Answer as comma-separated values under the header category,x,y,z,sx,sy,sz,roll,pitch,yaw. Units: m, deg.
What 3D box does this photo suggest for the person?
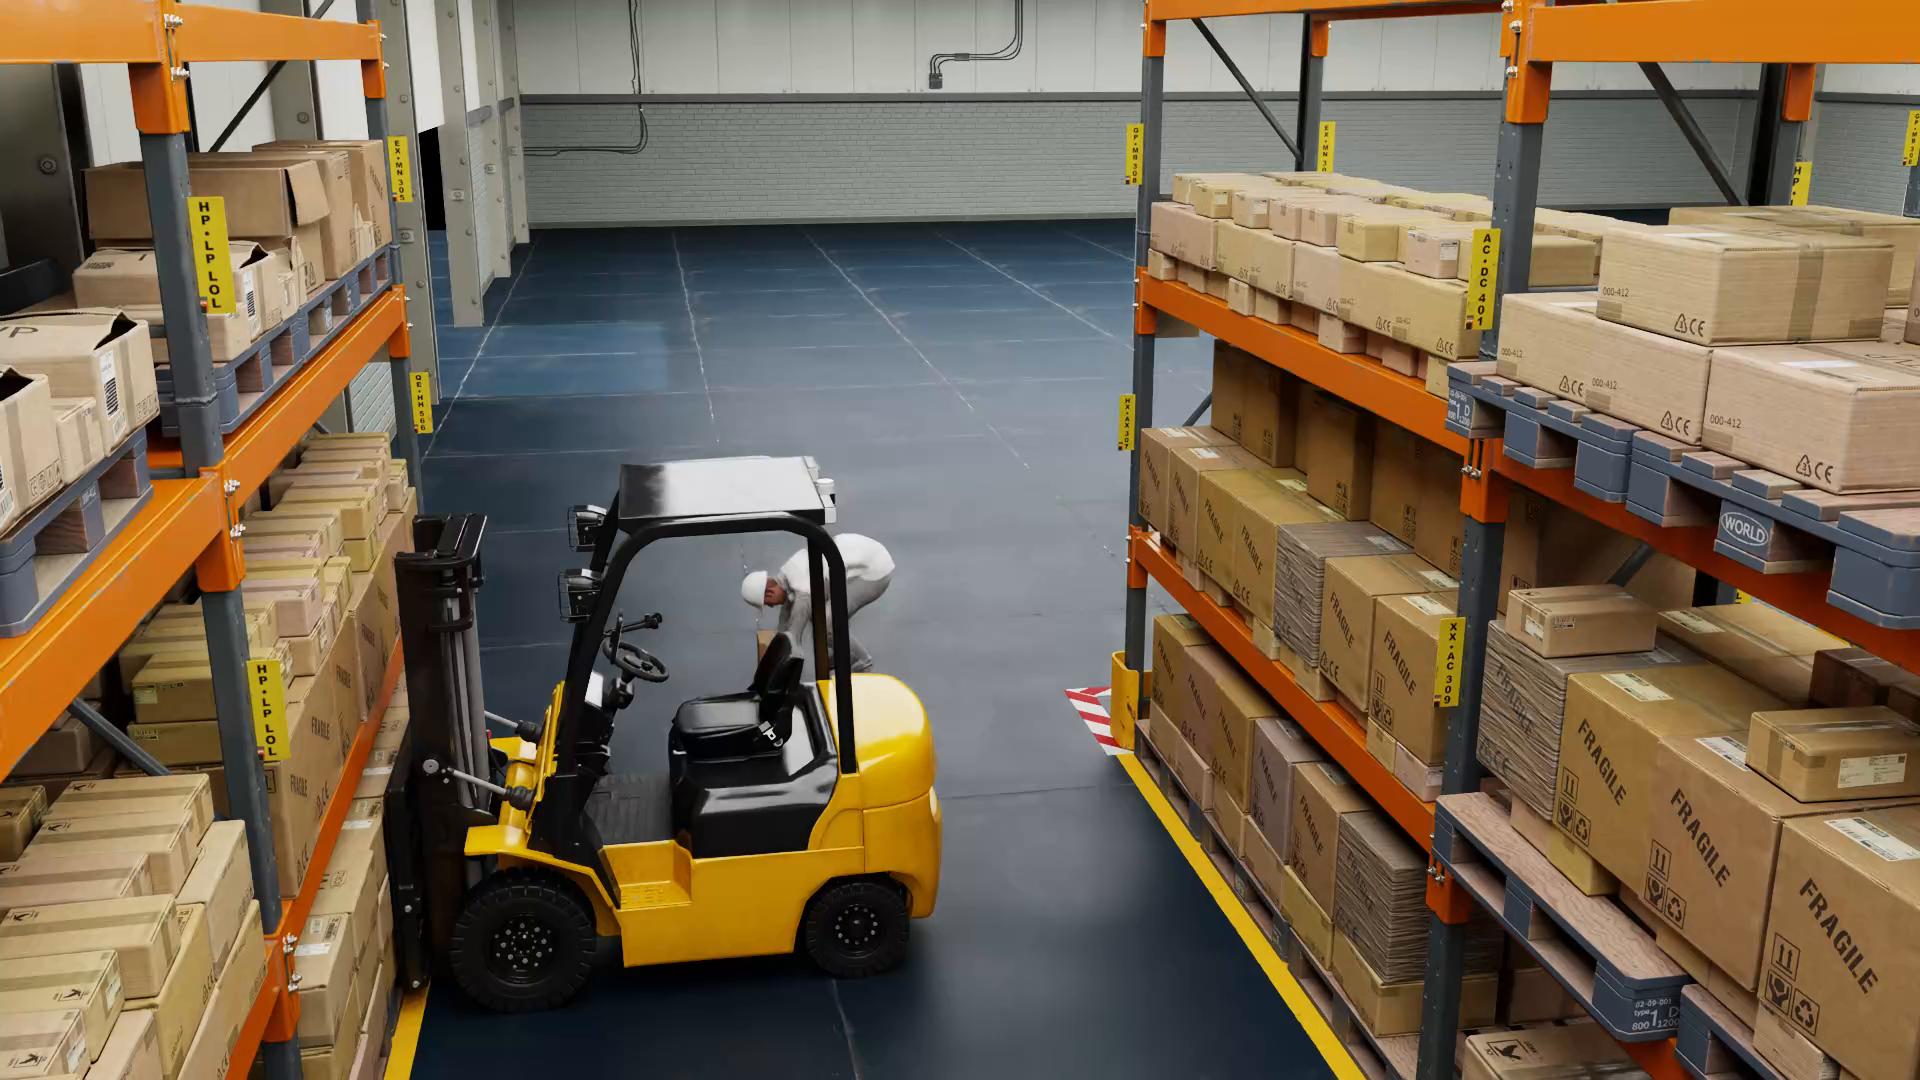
category,x,y,z,sx,sy,sz,roll,pitch,yaw
person,-0.932,0.442,10.968,0.998,0.934,0.510,-4,17,-13
